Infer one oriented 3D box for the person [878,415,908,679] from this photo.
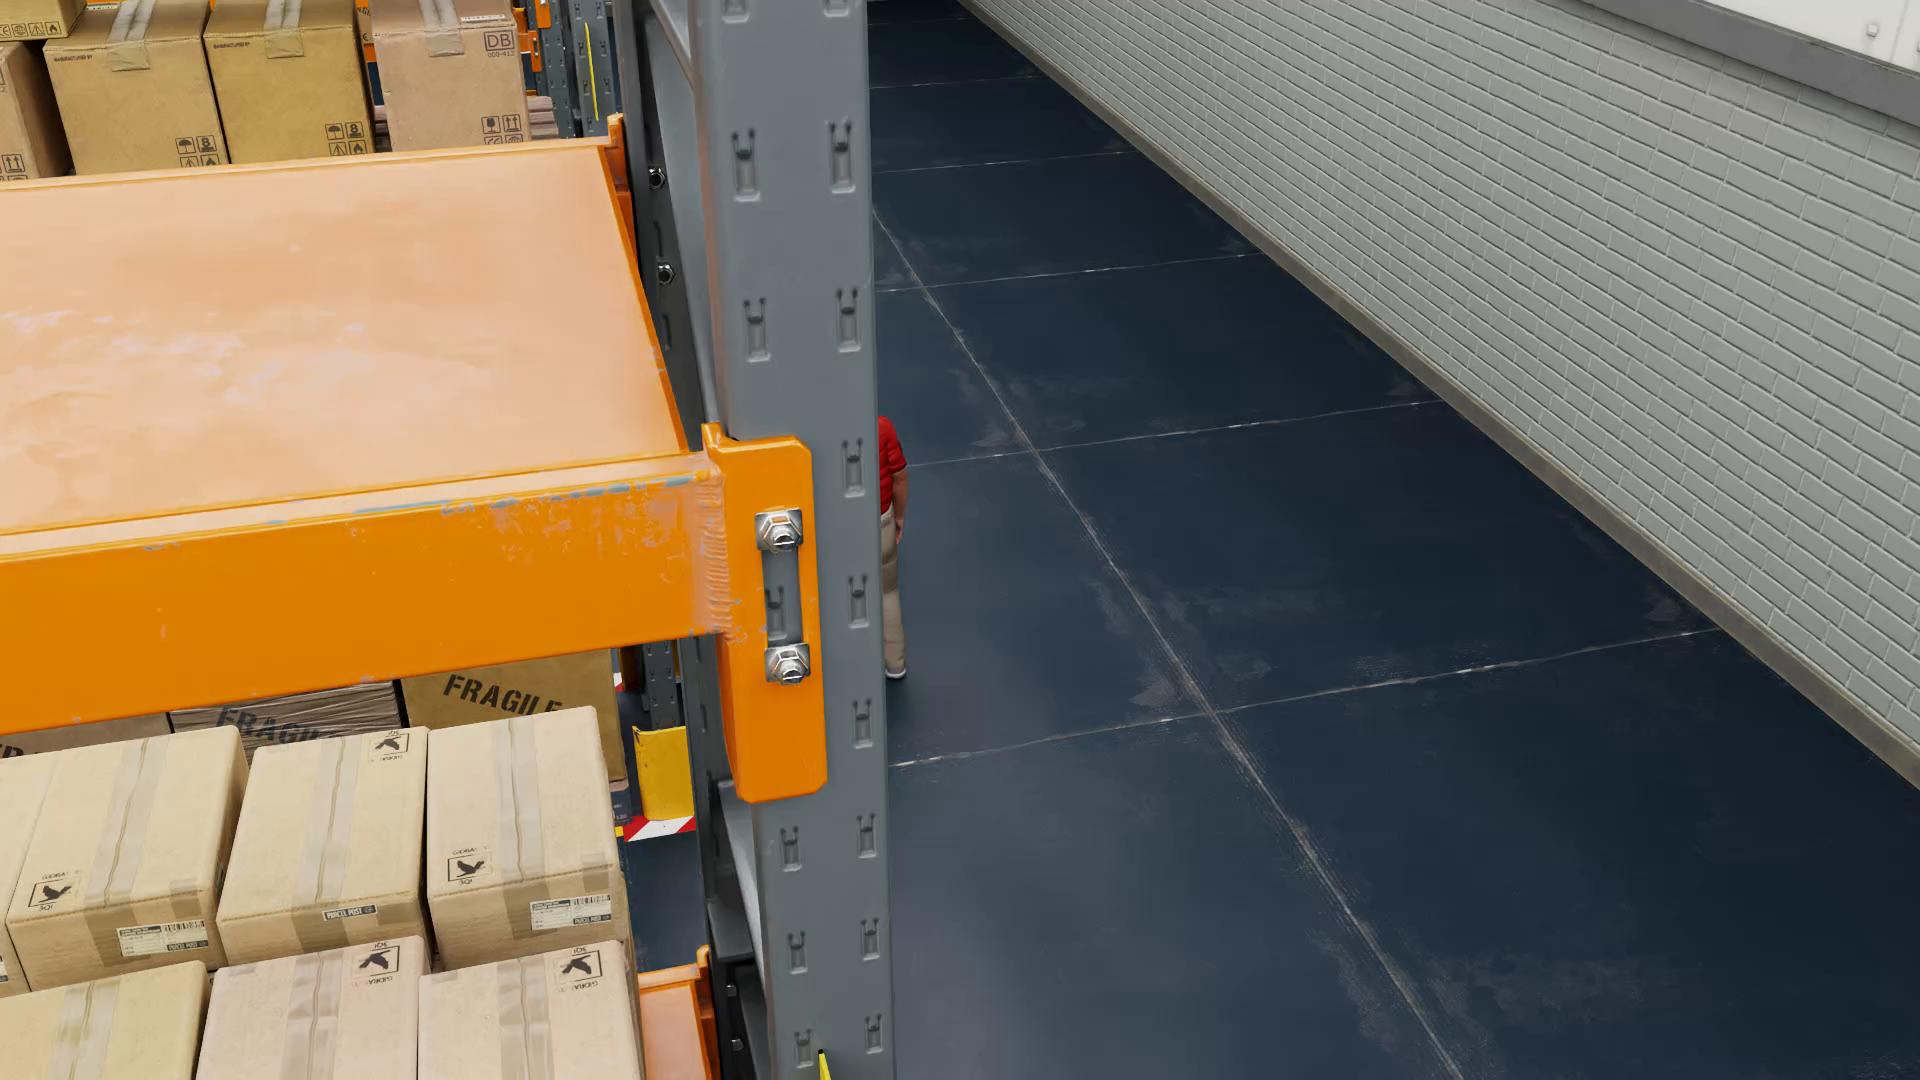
[{"bbox_3d":[-0.533,-0.043,8.218,0.606,1.726,0.386,-14,33,-22],"label":"person"}]
